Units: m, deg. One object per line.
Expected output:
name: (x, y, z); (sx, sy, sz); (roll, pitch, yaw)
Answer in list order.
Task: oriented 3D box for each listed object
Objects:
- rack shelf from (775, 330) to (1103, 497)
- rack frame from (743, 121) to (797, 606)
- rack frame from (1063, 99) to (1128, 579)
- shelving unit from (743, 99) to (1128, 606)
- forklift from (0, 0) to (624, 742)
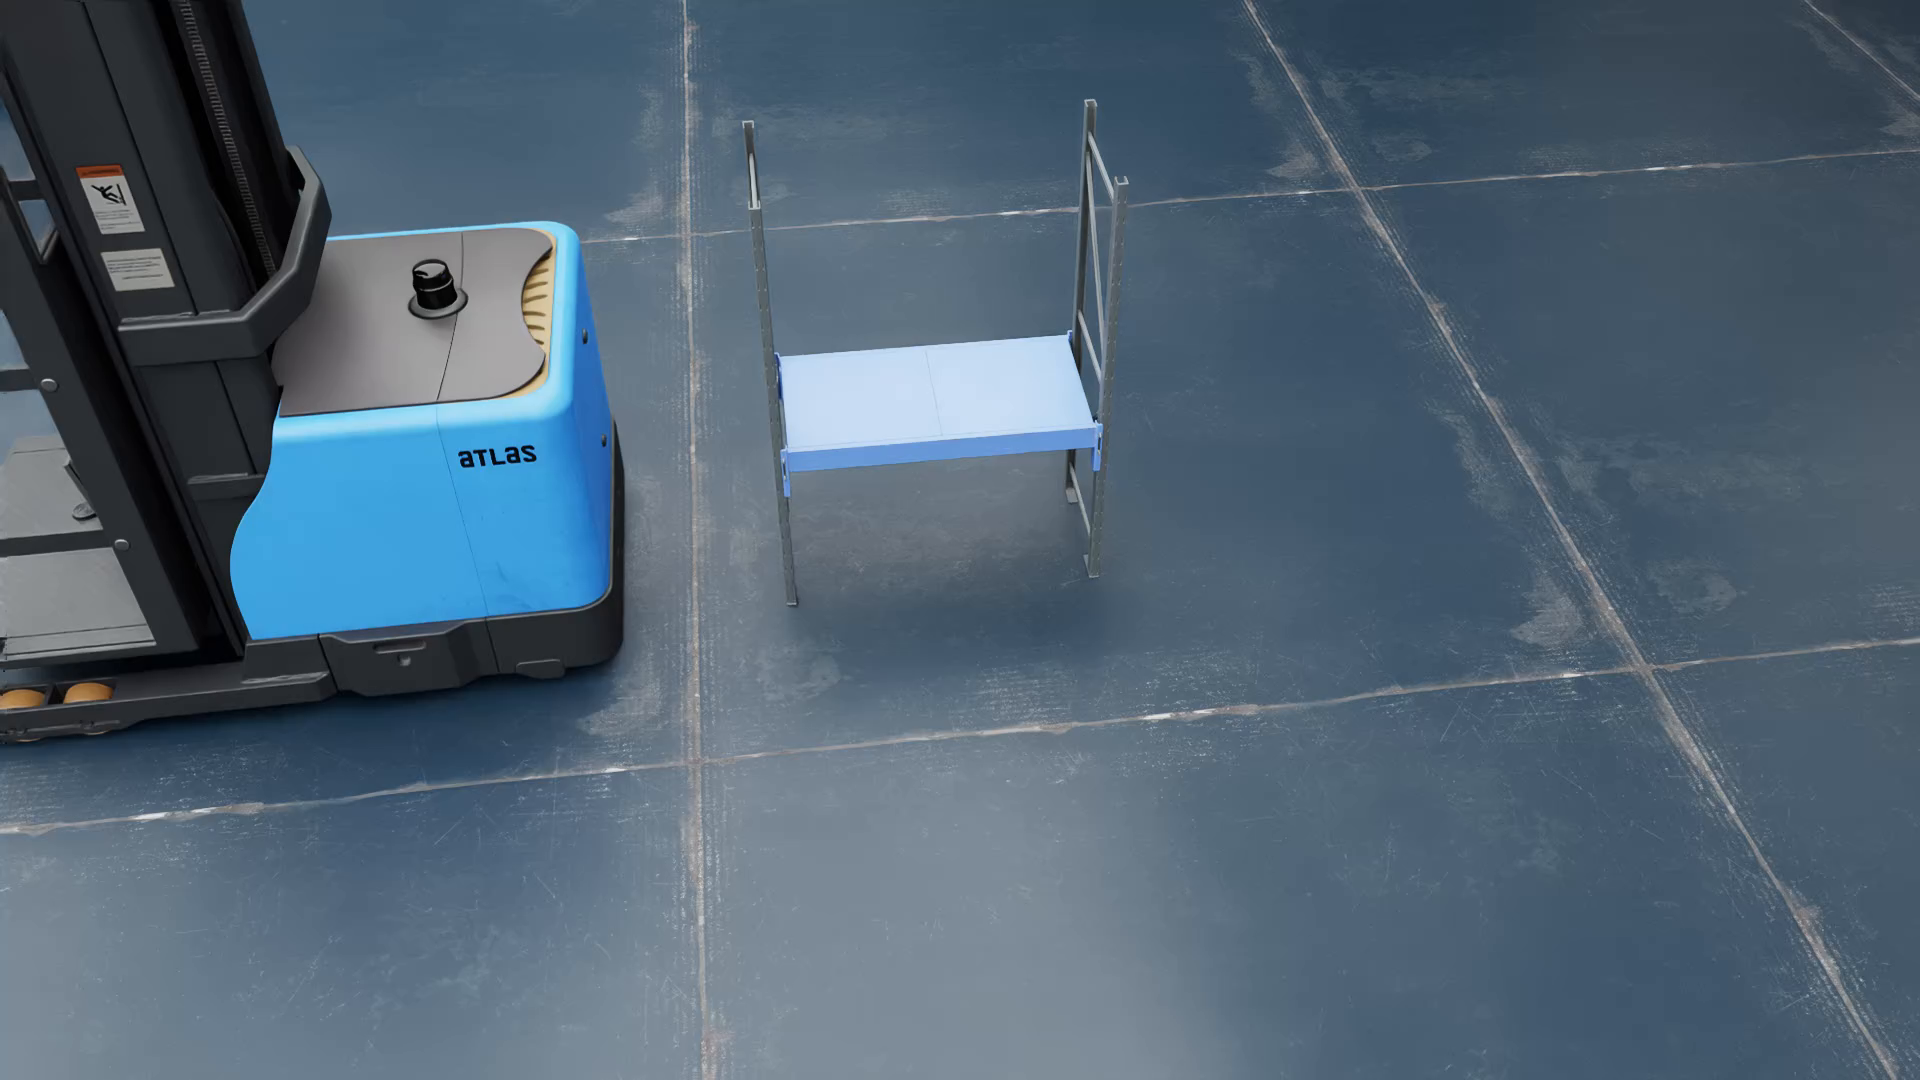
rack shelf: (-0.085, -0.416, 5.360); (1.000, 0.185, 0.538); (-5, 42, -6)
rack frame: (-0.589, -0.505, 5.190); (0.032, 1.500, 0.500); (-5, 42, -6)
rack frame: (0.419, -0.594, 5.288); (0.032, 1.500, 0.500); (-5, 42, -6)
shelving unit: (-0.085, -0.549, 5.239); (1.048, 1.500, 0.538); (-5, 42, -6)
forklift: (-2.632, -0.854, 4.508); (3.031, 2.935, 1.130); (-6, 42, -6)
